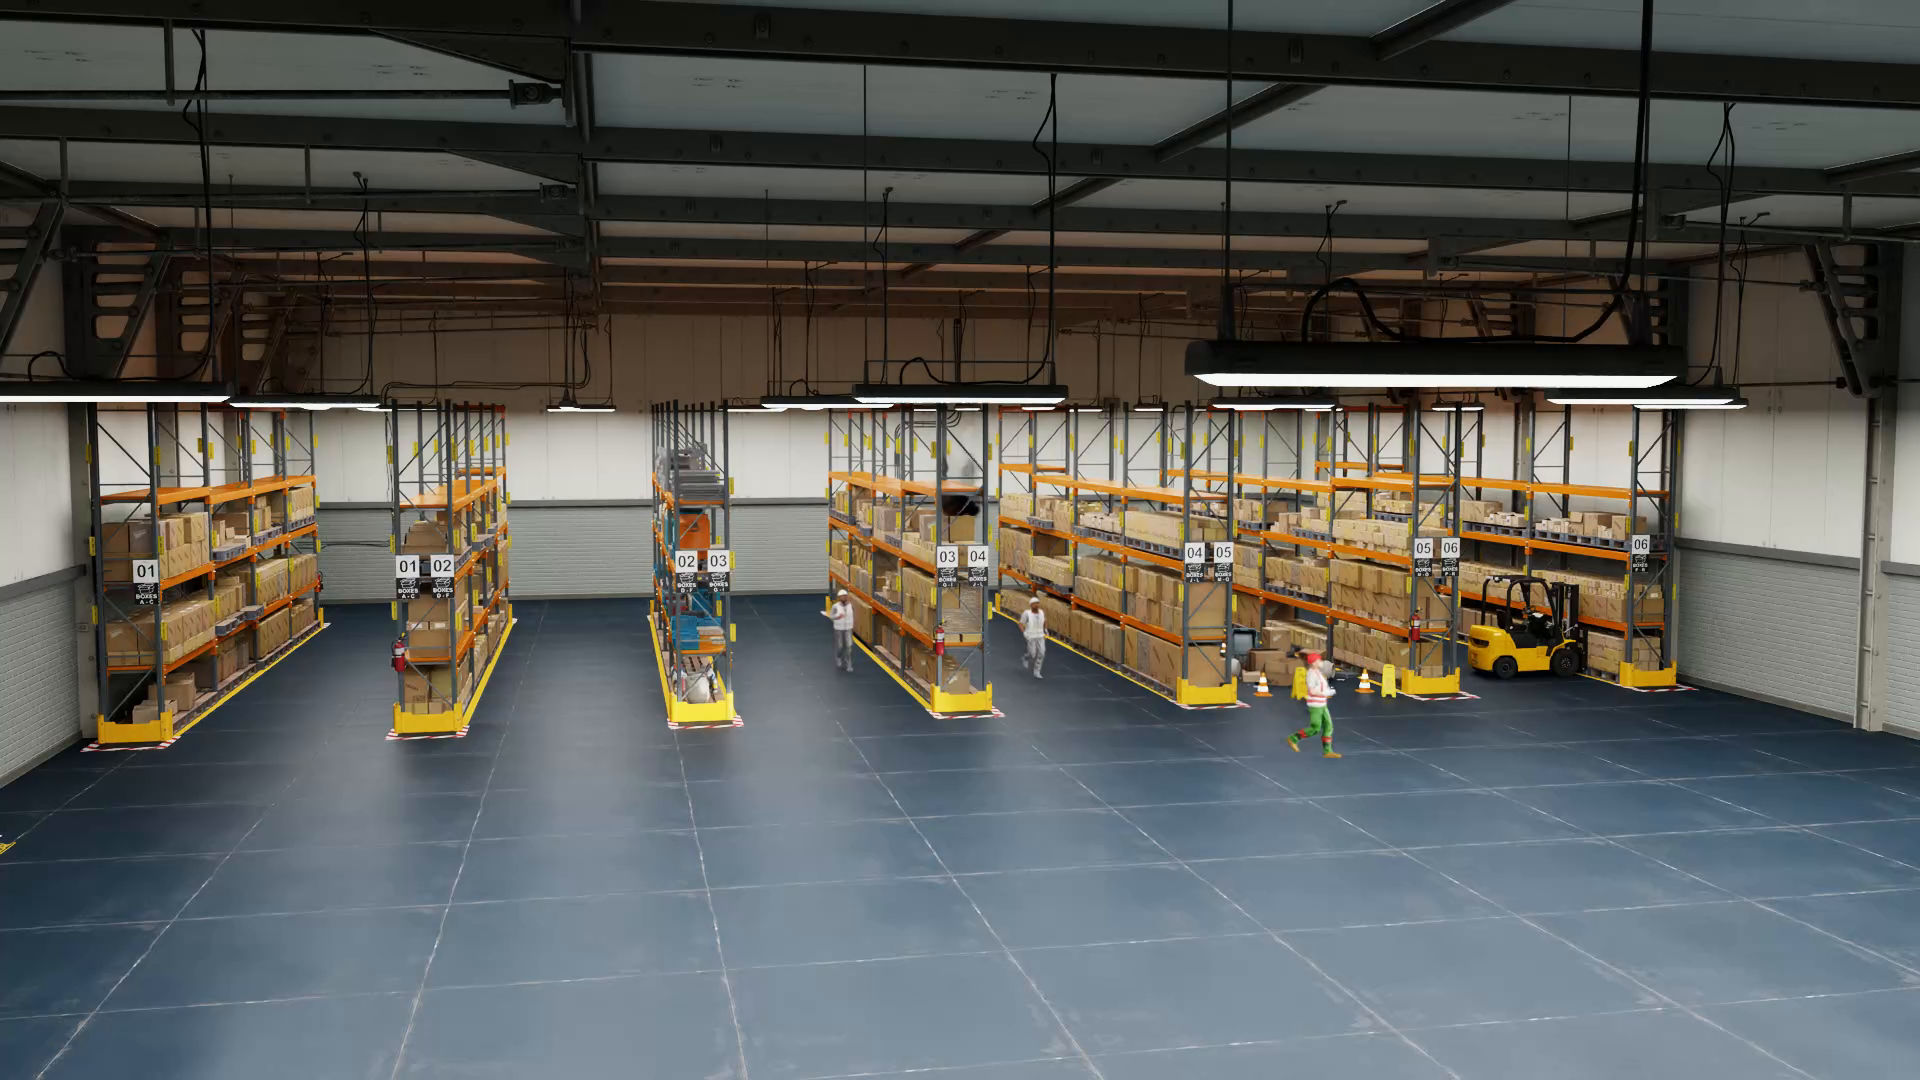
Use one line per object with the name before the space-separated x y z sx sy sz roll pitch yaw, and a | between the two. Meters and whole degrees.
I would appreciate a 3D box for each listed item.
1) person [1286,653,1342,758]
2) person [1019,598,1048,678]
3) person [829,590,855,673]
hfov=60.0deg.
person | 5.908 2.753 27.675 0.908 1.764 0.669 2 5 22
person | 1.627 2.125 36.368 0.685 1.743 0.717 -2 5 -21
person | -2.617 2.014 37.262 0.647 1.812 0.837 -1 4 -15
